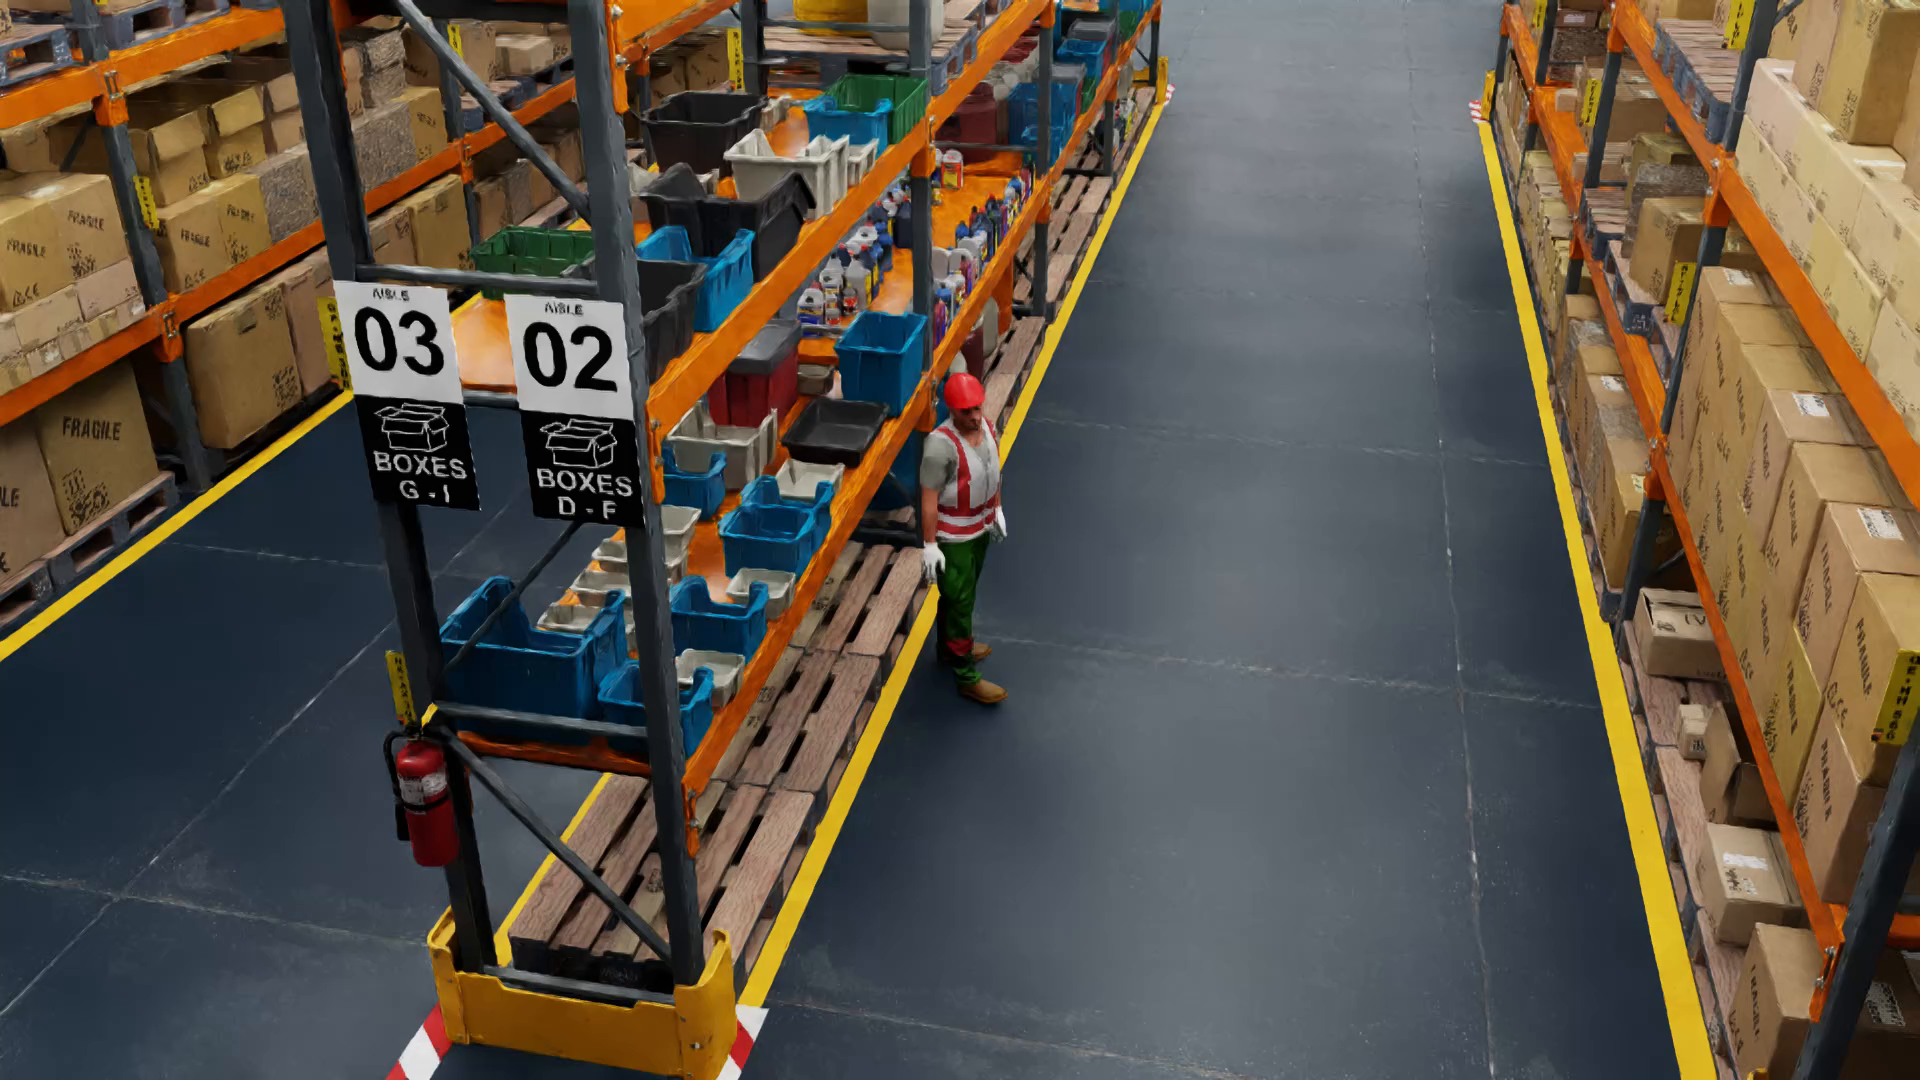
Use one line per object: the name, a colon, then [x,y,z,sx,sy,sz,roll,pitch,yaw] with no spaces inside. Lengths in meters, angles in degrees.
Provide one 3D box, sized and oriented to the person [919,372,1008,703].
person: [0.053,-0.020,8.584,0.580,1.787,0.678,17,33,28]
